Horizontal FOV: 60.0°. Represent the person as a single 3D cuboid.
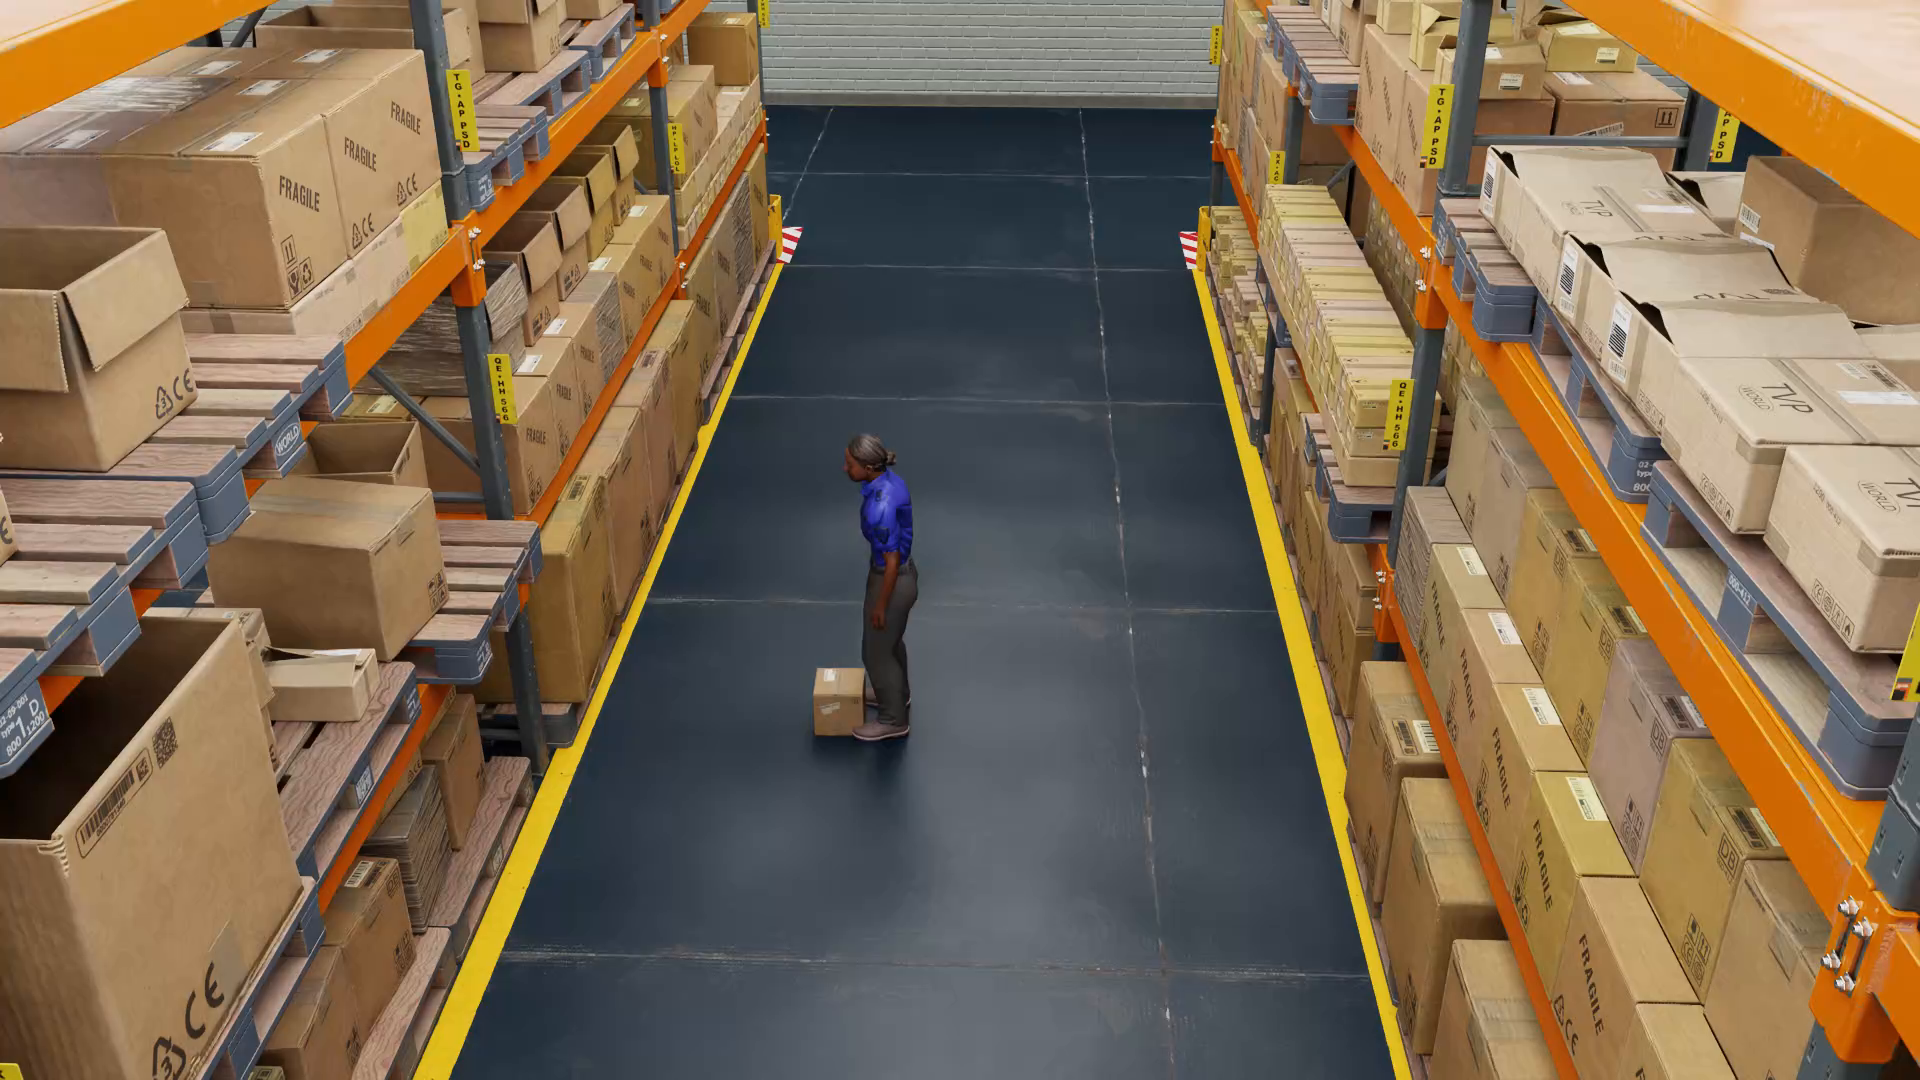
[{"bbox_3d":[-0.381,0.213,8.229,0.351,1.653,0.527,-1,28,-1],"label":"person"}]
